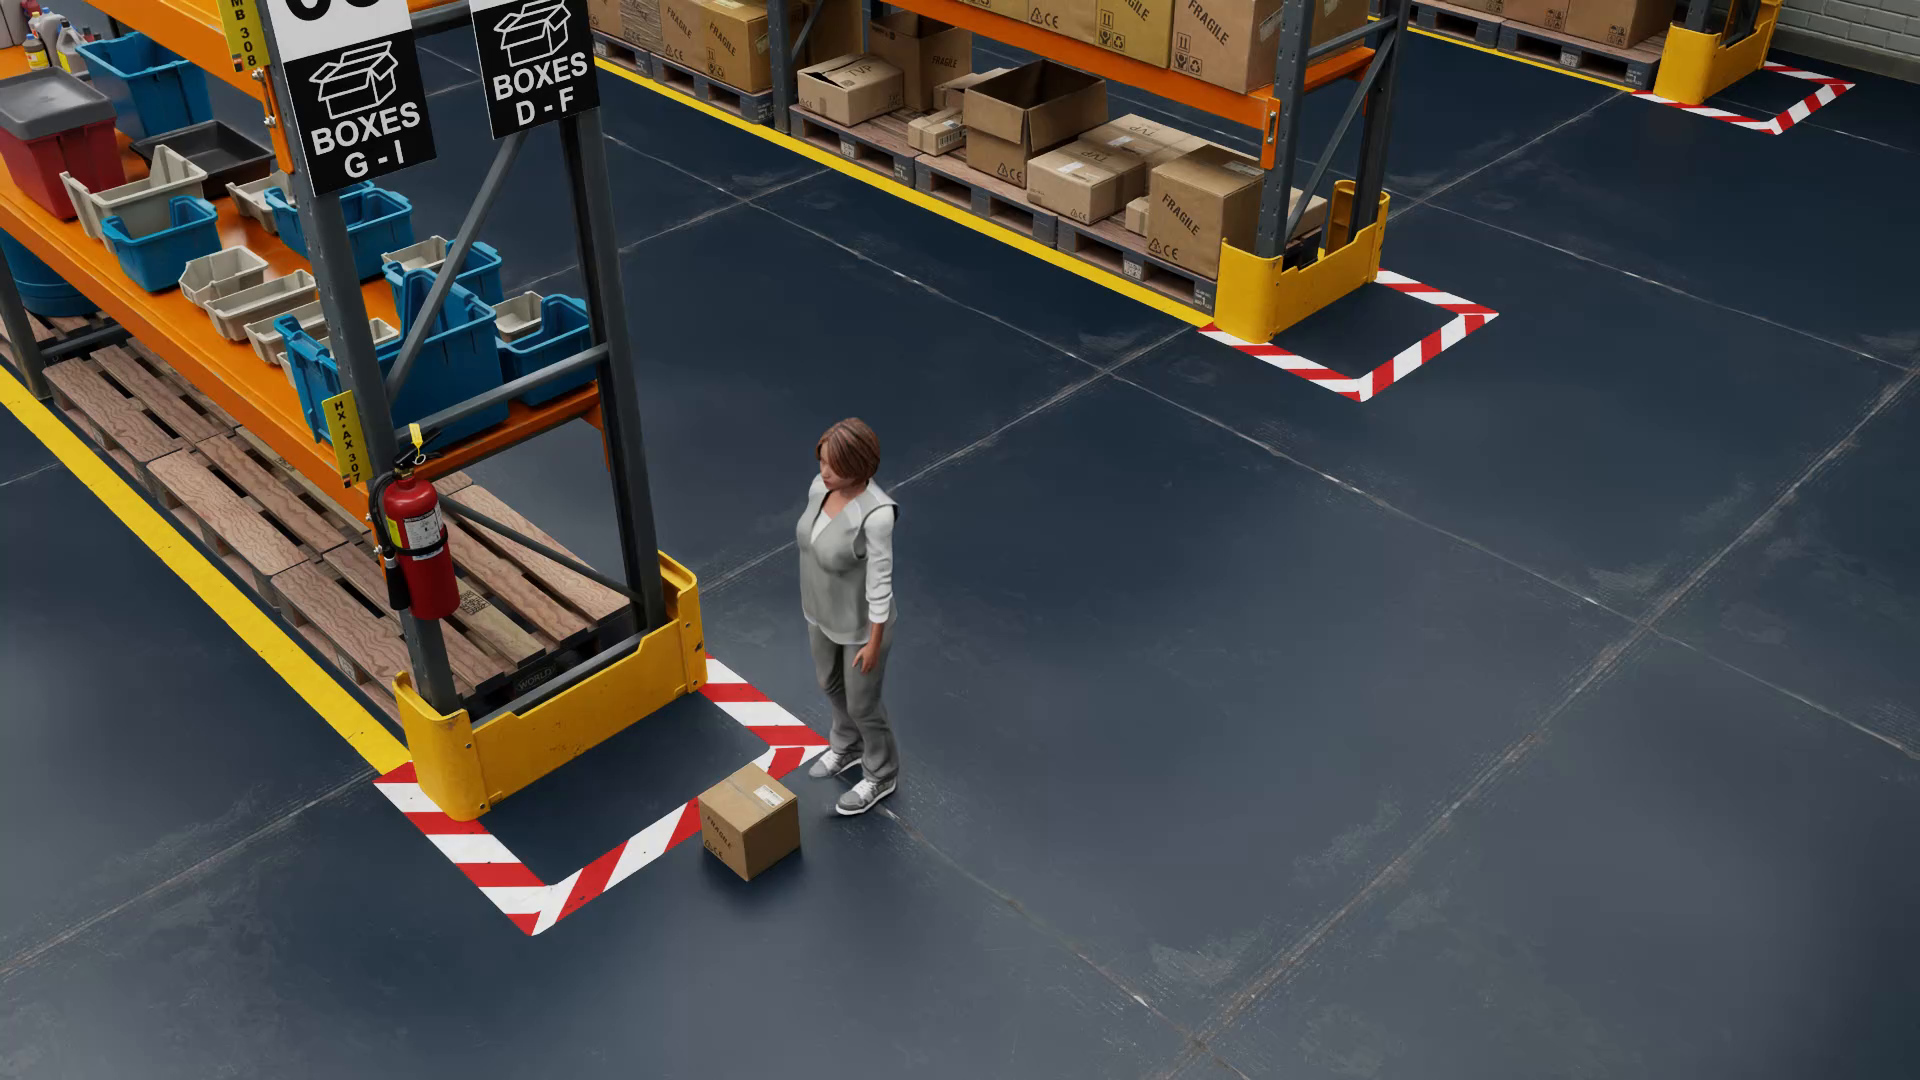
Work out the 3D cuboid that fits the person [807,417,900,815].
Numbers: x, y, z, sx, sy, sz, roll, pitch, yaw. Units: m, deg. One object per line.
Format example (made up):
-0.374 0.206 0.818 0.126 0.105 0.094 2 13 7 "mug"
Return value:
-0.383 0.289 5.776 0.306 1.622 0.393 -26 43 -31 "person"
